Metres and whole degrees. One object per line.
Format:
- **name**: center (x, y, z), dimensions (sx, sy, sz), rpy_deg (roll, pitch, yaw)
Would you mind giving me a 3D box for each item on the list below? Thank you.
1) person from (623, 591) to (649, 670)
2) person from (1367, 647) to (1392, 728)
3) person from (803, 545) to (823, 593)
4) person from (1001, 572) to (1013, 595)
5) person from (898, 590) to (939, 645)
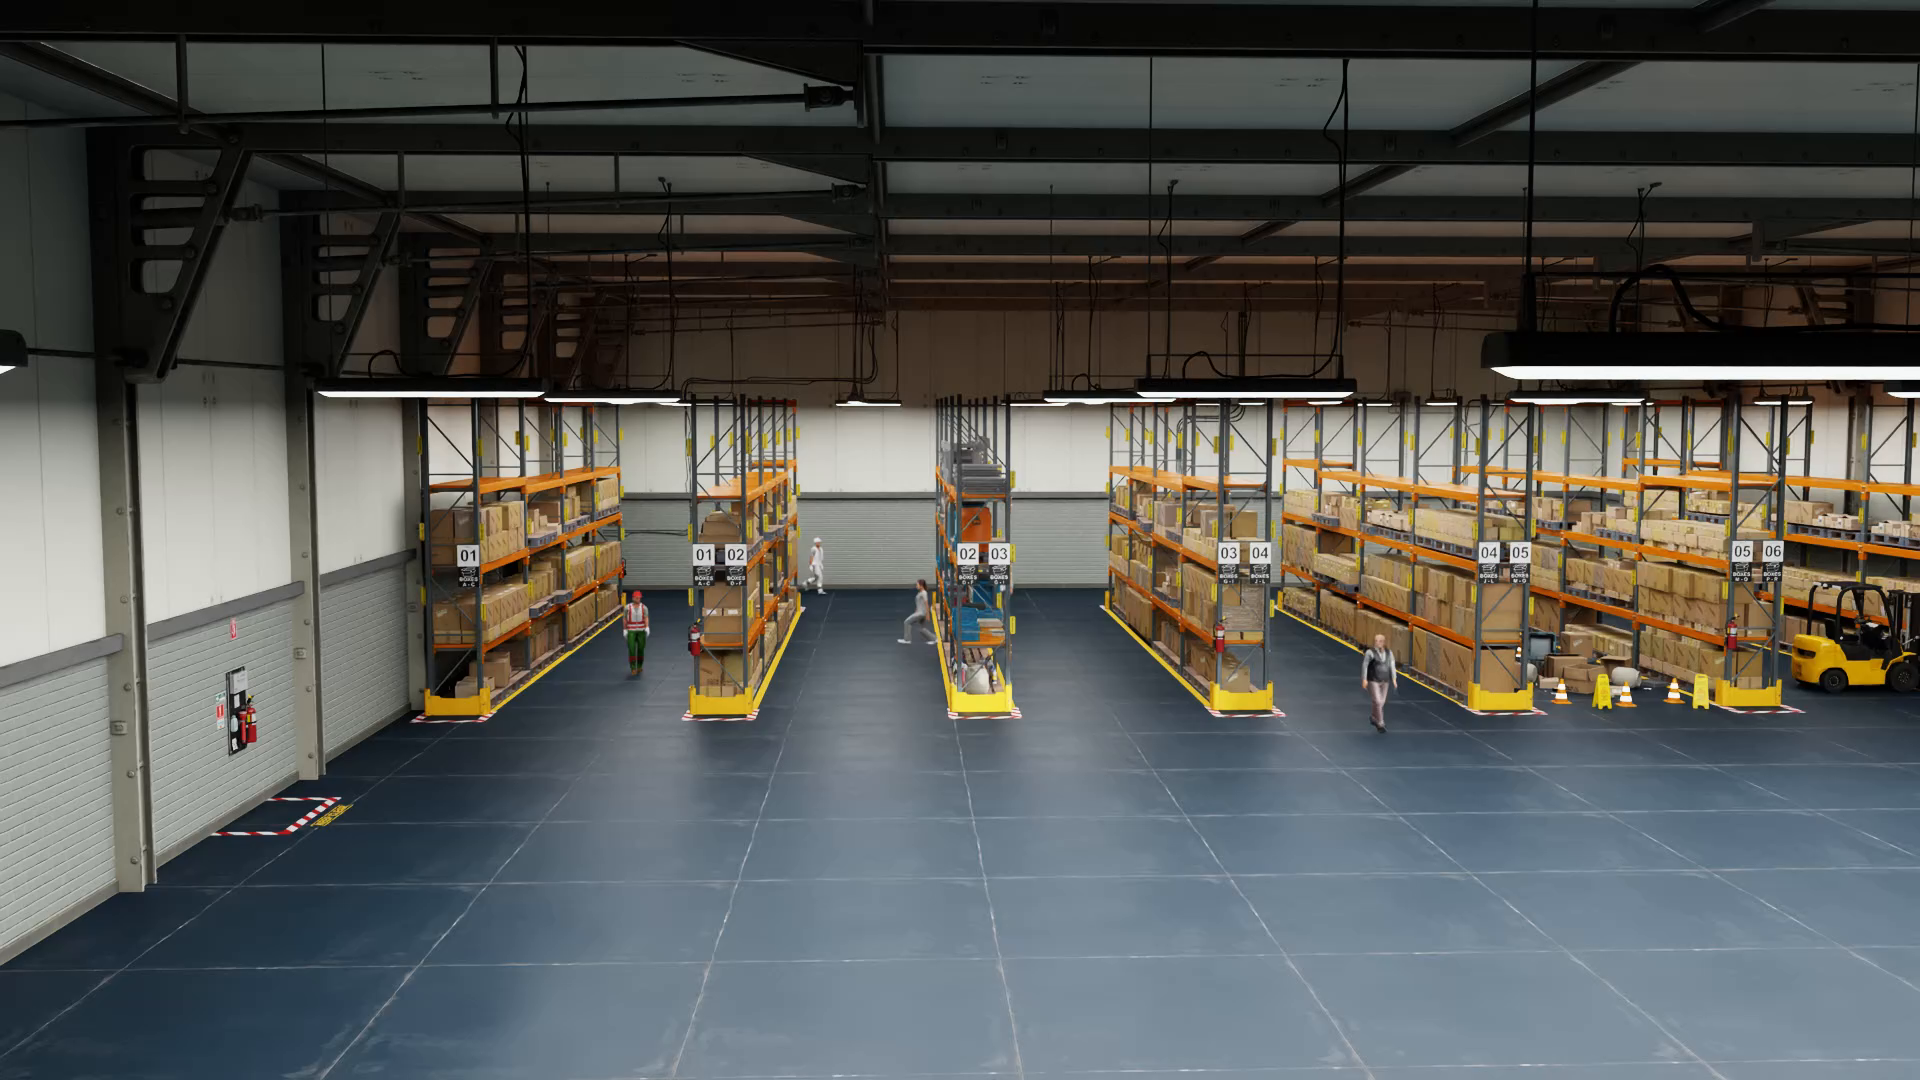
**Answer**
- **person**: center (-7.007, 1.963, 36.082), dimensions (0.551, 1.700, 0.574), rpy_deg (-2, 5, -23)
- **person**: center (7.454, 2.615, 29.682), dimensions (0.447, 1.416, 0.589), rpy_deg (-1, 5, -16)
- **person**: center (-4.543, 0.886, 51.422), dimensions (0.746, 1.463, 0.522), rpy_deg (1, 5, 18)
- **person**: center (1.158, 1.001, 44.784), dimensions (0.551, 1.065, 0.539), rpy_deg (-1, 5, -17)
- **person**: center (-0.955, 1.798, 38.554), dimensions (0.983, 1.277, 0.432), rpy_deg (0, 5, -6)
